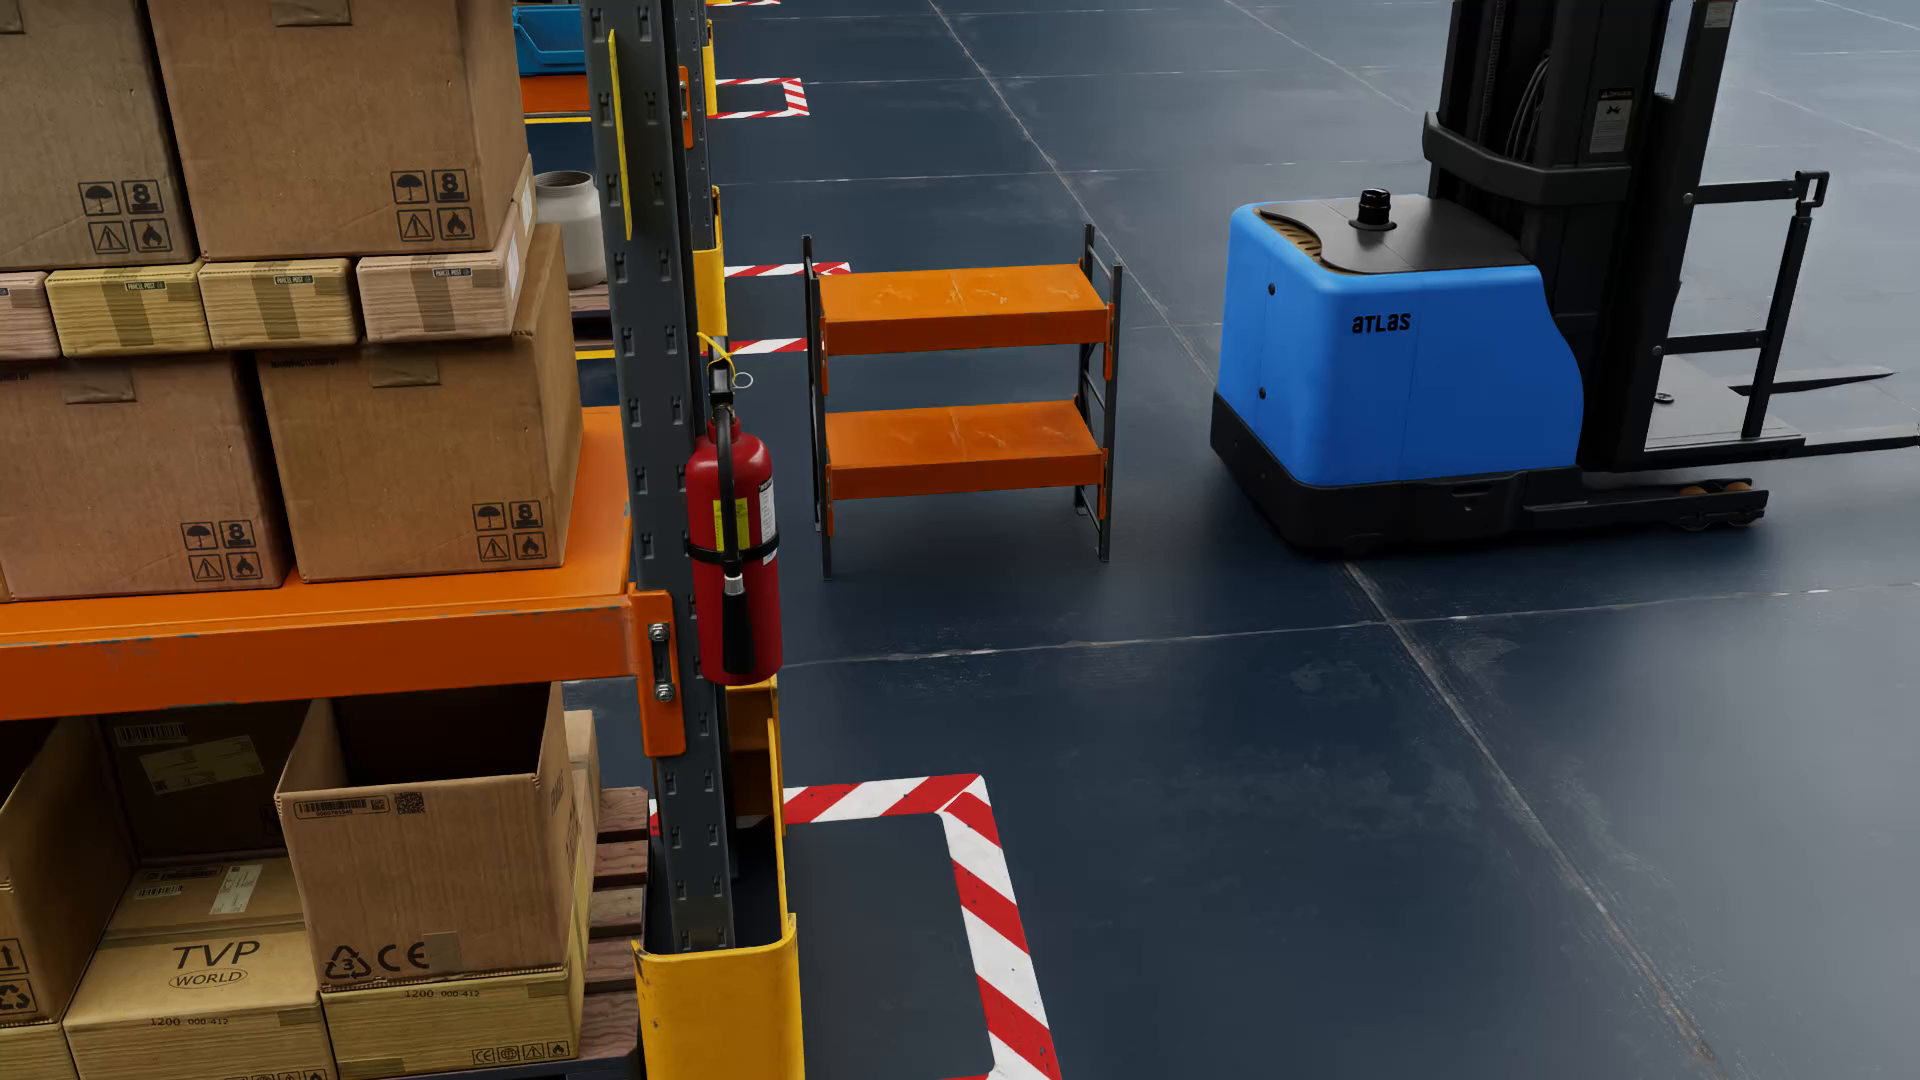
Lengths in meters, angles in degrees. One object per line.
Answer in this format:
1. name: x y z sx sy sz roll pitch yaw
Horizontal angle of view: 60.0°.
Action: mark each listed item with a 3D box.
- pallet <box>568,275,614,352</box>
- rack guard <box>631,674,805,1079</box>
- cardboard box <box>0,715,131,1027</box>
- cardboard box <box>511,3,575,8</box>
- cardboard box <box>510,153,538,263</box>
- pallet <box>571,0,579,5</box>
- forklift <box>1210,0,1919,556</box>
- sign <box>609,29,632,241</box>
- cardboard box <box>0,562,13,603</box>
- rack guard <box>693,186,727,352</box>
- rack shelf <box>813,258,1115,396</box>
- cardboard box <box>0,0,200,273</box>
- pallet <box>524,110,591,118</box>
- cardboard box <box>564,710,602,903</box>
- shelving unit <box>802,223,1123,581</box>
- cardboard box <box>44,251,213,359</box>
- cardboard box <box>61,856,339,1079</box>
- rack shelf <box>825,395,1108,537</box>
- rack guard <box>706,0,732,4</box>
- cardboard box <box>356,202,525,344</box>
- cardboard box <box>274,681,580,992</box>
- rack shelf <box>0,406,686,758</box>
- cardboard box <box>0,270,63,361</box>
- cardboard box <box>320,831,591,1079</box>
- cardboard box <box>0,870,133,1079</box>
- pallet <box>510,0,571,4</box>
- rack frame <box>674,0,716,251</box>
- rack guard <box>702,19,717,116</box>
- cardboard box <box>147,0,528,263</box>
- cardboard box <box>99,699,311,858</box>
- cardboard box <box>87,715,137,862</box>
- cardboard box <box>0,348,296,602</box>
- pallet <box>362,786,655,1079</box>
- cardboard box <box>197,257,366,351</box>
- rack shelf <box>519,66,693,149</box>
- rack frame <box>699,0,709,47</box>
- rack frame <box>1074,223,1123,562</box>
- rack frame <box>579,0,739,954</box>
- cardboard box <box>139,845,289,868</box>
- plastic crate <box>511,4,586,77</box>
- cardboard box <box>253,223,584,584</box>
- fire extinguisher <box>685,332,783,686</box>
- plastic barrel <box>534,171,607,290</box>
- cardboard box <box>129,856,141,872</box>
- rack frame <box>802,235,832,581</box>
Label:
1. pallet: -2.178 -1.211 8.379 1.213 0.211 1.003 -4 27 -7
2. rack guard: -0.594 0.823 4.098 0.348 0.500 1.175 -4 27 -7
3. cardboard box: -2.096 0.654 3.419 0.500 0.500 0.500 -4 27 -7
4. cardboard box: -3.202 -3.755 12.560 0.500 0.500 0.500 3 27 6
5. cardboard box: -1.036 -0.693 3.494 0.250 0.149 0.380 -4 27 -7
6. pallet: -3.366 -5.688 17.104 1.213 0.211 1.003 -4 27 -7
7. forklift: 2.600 -1.569 6.098 3.031 2.935 1.130 -5 28 -10
8. sign: -0.556 -0.662 2.726 0.005 0.325 0.100 -4 27 -7
9. cardboard box: -2.094 -0.243 3.329 0.500 0.500 0.700 -3 27 -7
10. rack guard: -1.373 -1.389 8.409 0.348 0.500 1.175 -4 27 -7
11. rack shelf: -0.007 -0.760 5.859 1.000 0.278 0.538 -4 27 -7
12. cardboard box: -1.654 -0.846 3.082 0.500 0.500 0.700 -4 27 -8
13. pallet: -2.879 -3.485 12.810 1.213 0.211 1.003 -4 27 -7
14. cardboard box: -1.180 0.683 4.186 0.500 0.250 0.500 -4 27 -7
15. shelving unit: -0.007 -0.500 5.992 1.048 1.125 0.538 -4 27 -7
16. cardboard box: -1.482 -0.476 3.073 0.250 0.149 0.380 -4 27 -8
17. cardboard box: -1.601 0.954 3.657 0.500 0.250 0.500 -4 27 -7
18. rack shelf: -0.007 -0.282 6.104 1.000 0.278 0.538 -4 27 -7
19. rack guard: -2.561 -5.904 17.209 0.348 0.500 1.175 -4 27 -7
20. cardboard box: -0.970 -0.510 3.138 0.250 0.149 0.380 -4 27 -8
21. cardboard box: -1.107 0.584 3.556 0.500 0.500 0.500 -4 27 -7
22. rack shelf: -2.598 0.160 3.441 4.000 0.370 1.077 -4 27 -7
23. cardboard box: -1.731 -0.461 3.043 0.250 0.149 0.380 -3 27 -6
24. cardboard box: -1.108 0.917 3.729 0.500 0.250 0.500 -4 27 -7
25. cardboard box: -2.096 0.987 3.593 0.500 0.250 0.500 -4 27 -7
26. pallet: -4.571 -5.612 16.955 1.213 0.211 1.003 -4 27 -7
27. rack frame: -1.304 -2.527 7.889 0.127 3.000 1.000 -4 27 -7
28. rack guard: -2.069 -3.649 12.814 0.348 0.500 1.175 -4 27 -7
29. cardboard box: -1.134 -0.882 3.152 0.500 0.500 0.700 -4 27 -7
30. cardboard box: -1.675 0.382 3.951 0.500 0.500 0.500 -4 27 -7
31. cardboard box: -2.168 0.419 3.877 0.500 0.500 0.500 -4 27 -7
32. cardboard box: -1.601 -0.272 3.385 0.500 0.500 0.700 -3 27 -6
33. pallet: -1.369 1.021 4.029 1.213 0.211 1.003 -4 27 -7
34. cardboard box: -1.229 -0.493 3.104 0.250 0.149 0.380 -3 27 -6
35. rack shelf: -3.285 -2.080 7.805 4.000 0.370 1.077 -4 27 -7
36. rack frame: -1.994 -4.766 12.253 0.127 3.000 1.000 -4 27 -7
37. rack frame: 0.497 -0.532 6.055 0.032 1.125 0.500 -4 27 -7
38. rack frame: -0.618 -0.287 3.524 0.127 3.000 1.000 -4 27 -7
39. cardboard box: -1.674 0.716 4.120 0.500 0.250 0.500 -4 27 -7
40. plastic crate: -1.758 -2.294 7.597 0.616 0.251 0.499 -4 27 -7
41. cardboard box: -1.082 -0.308 3.455 0.500 0.500 0.700 -4 27 -7
42. fire extinguisher: -0.436 -0.050 3.147 0.183 0.674 0.296 -4 27 -7
43. plastic barrel: -1.945 -1.530 8.212 0.421 0.512 0.421 0 27 0
44. cardboard box: -2.170 0.748 4.059 0.500 0.250 0.500 -4 27 -7
45. rack frame: -0.510 -0.468 5.929 0.032 1.125 0.500 -4 27 -7
